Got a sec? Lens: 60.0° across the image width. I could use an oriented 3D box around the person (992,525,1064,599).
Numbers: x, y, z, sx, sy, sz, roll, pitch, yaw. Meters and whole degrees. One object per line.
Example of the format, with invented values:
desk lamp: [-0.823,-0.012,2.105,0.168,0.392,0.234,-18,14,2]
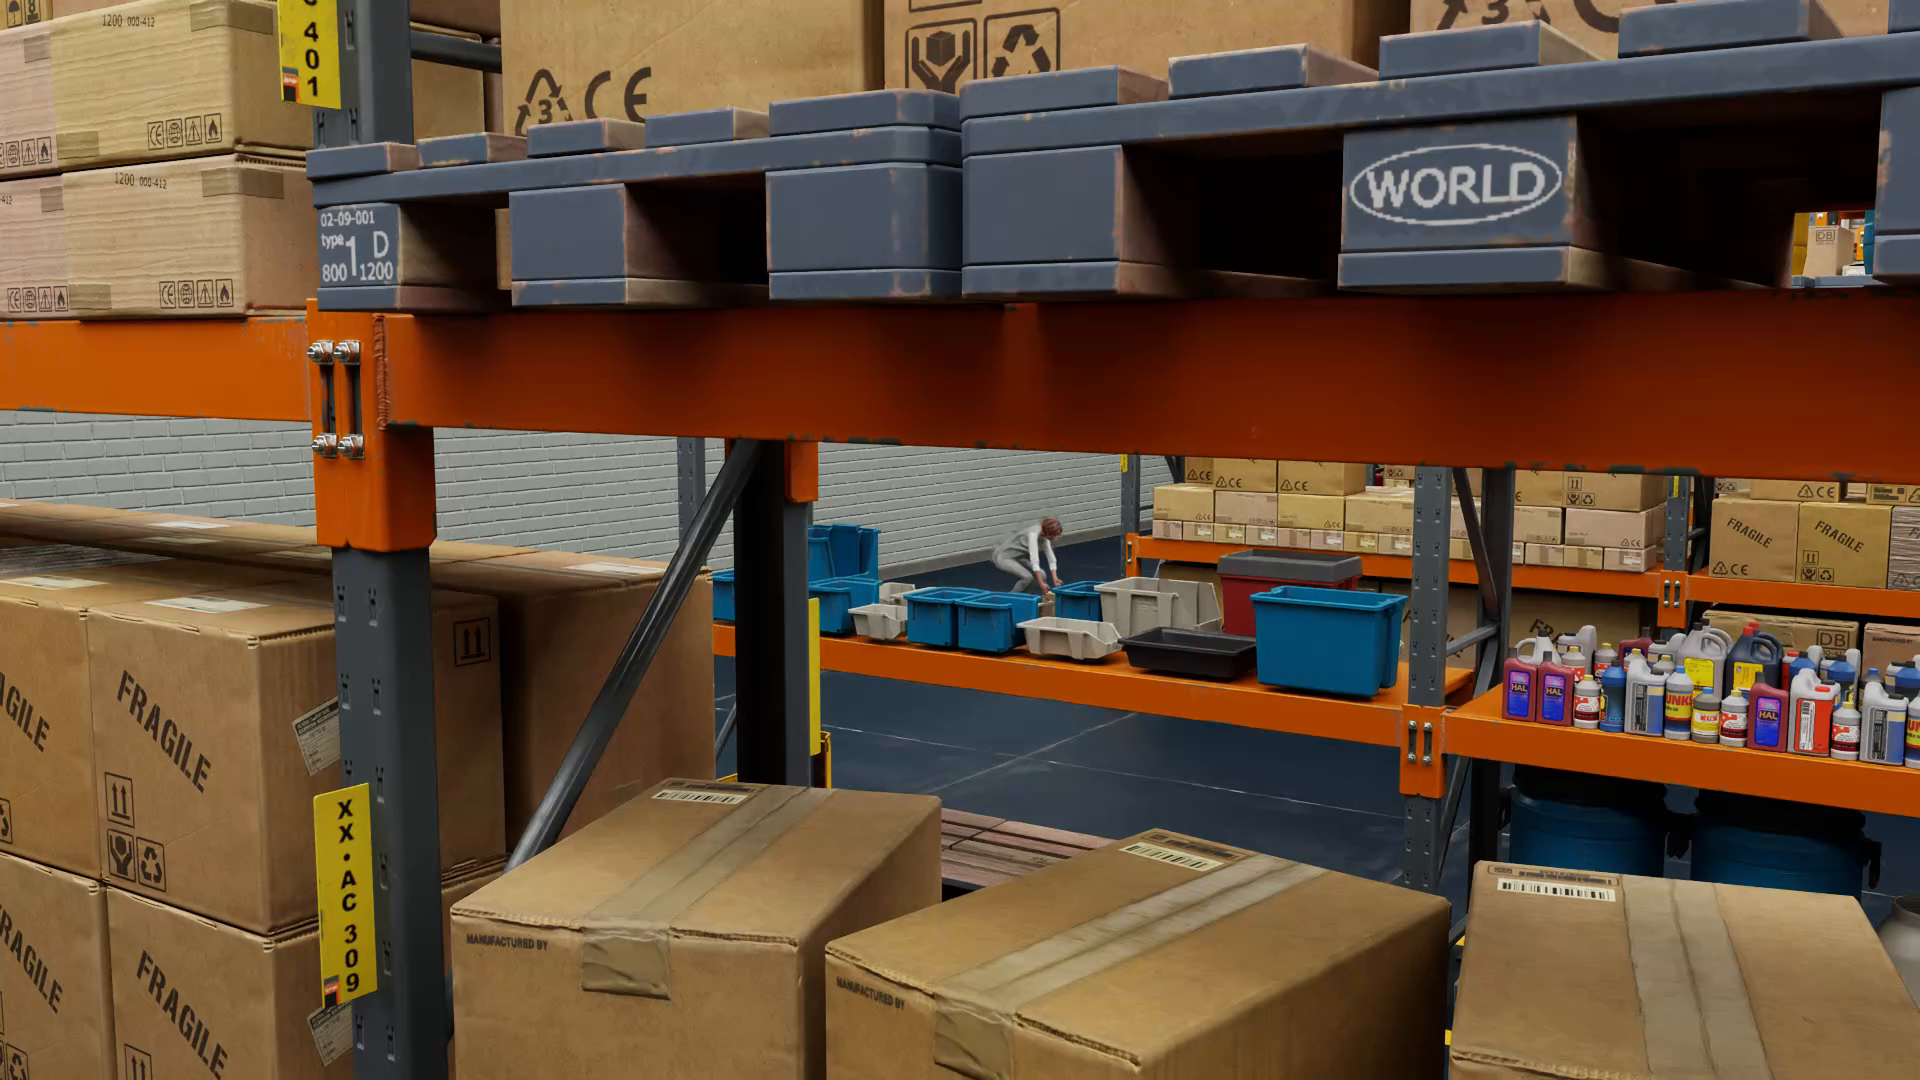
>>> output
person: [0.721,0.303,17.446,0.784,0.940,0.452,4,8,33]
